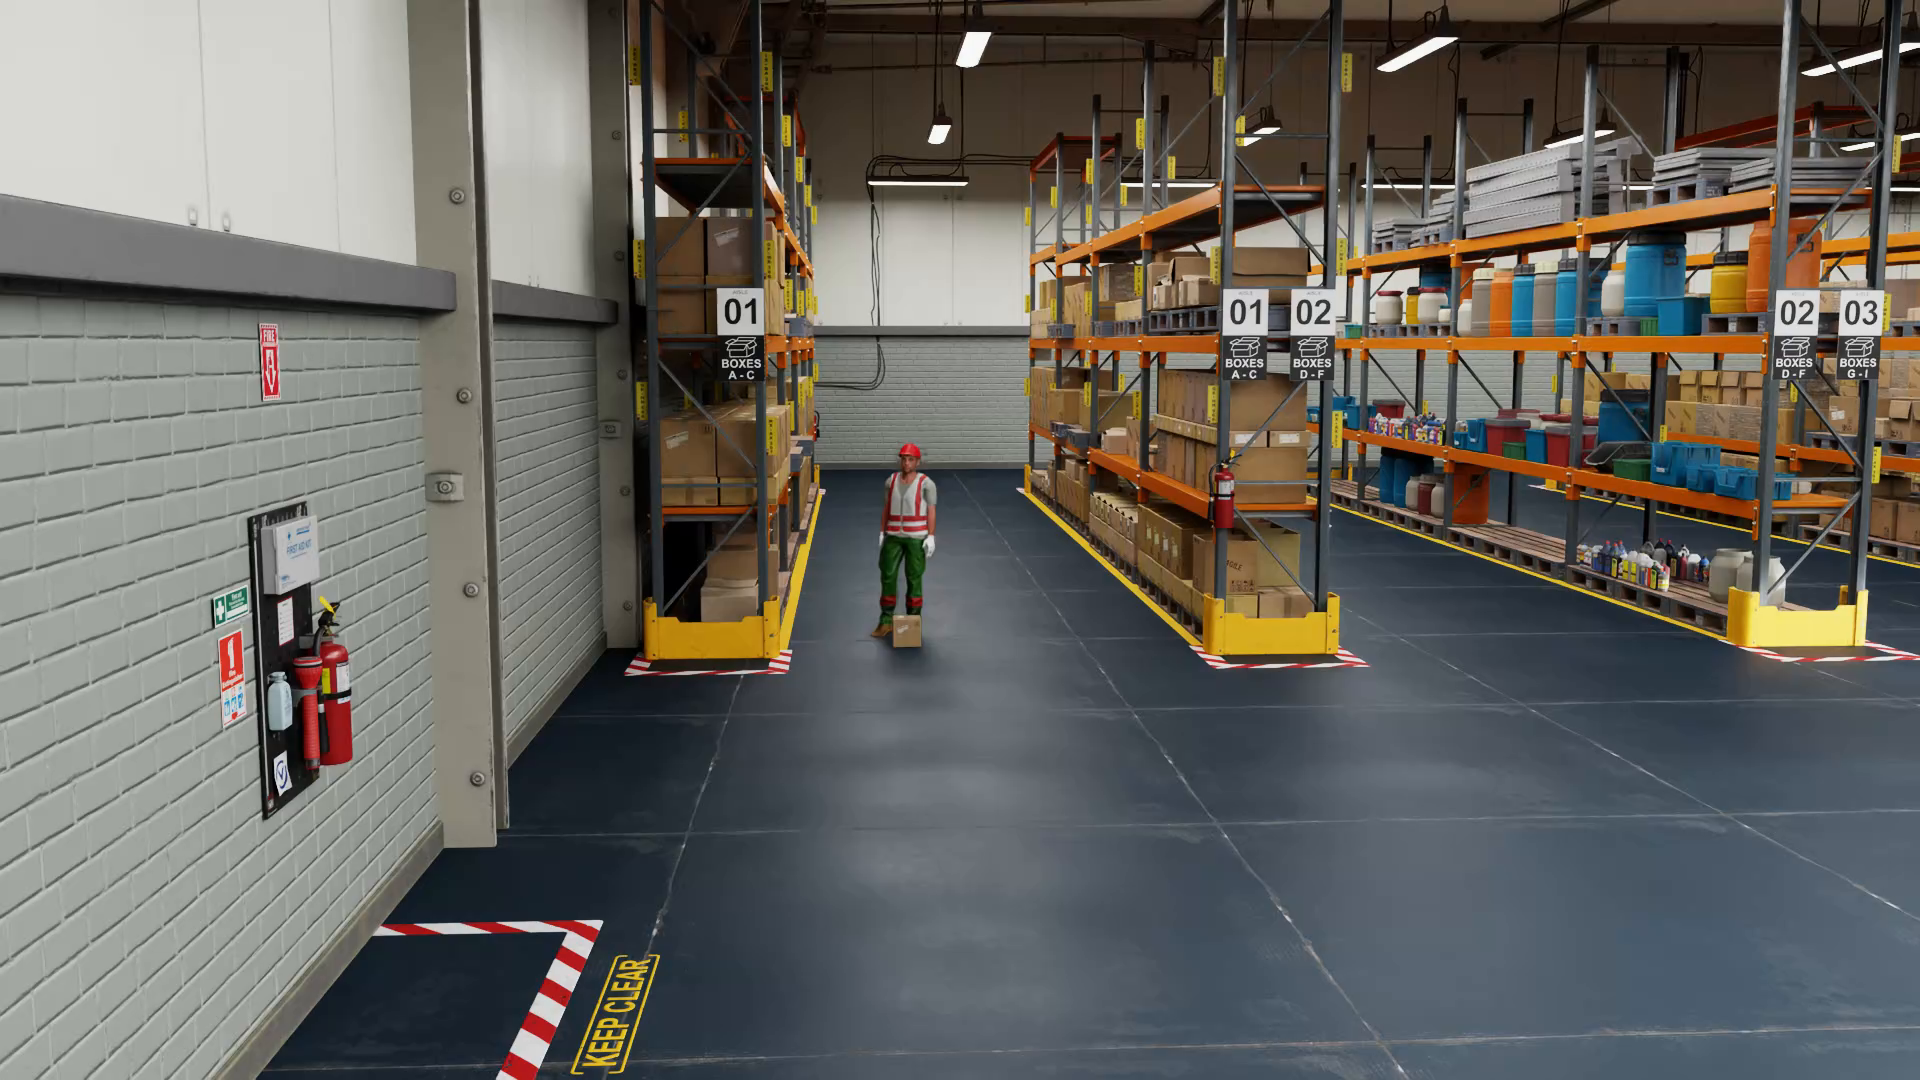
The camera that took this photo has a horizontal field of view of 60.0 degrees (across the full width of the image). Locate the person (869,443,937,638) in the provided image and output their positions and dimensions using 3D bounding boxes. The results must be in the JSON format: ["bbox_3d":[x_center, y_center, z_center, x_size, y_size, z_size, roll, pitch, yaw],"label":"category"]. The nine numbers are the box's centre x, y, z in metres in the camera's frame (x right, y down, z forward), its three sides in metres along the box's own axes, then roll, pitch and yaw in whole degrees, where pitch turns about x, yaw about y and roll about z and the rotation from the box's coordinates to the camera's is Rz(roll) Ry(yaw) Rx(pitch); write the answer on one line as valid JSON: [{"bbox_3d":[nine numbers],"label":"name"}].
[{"bbox_3d":[-0.525,0.007,15.538,0.575,1.819,0.478,2,7,17],"label":"person"}]
